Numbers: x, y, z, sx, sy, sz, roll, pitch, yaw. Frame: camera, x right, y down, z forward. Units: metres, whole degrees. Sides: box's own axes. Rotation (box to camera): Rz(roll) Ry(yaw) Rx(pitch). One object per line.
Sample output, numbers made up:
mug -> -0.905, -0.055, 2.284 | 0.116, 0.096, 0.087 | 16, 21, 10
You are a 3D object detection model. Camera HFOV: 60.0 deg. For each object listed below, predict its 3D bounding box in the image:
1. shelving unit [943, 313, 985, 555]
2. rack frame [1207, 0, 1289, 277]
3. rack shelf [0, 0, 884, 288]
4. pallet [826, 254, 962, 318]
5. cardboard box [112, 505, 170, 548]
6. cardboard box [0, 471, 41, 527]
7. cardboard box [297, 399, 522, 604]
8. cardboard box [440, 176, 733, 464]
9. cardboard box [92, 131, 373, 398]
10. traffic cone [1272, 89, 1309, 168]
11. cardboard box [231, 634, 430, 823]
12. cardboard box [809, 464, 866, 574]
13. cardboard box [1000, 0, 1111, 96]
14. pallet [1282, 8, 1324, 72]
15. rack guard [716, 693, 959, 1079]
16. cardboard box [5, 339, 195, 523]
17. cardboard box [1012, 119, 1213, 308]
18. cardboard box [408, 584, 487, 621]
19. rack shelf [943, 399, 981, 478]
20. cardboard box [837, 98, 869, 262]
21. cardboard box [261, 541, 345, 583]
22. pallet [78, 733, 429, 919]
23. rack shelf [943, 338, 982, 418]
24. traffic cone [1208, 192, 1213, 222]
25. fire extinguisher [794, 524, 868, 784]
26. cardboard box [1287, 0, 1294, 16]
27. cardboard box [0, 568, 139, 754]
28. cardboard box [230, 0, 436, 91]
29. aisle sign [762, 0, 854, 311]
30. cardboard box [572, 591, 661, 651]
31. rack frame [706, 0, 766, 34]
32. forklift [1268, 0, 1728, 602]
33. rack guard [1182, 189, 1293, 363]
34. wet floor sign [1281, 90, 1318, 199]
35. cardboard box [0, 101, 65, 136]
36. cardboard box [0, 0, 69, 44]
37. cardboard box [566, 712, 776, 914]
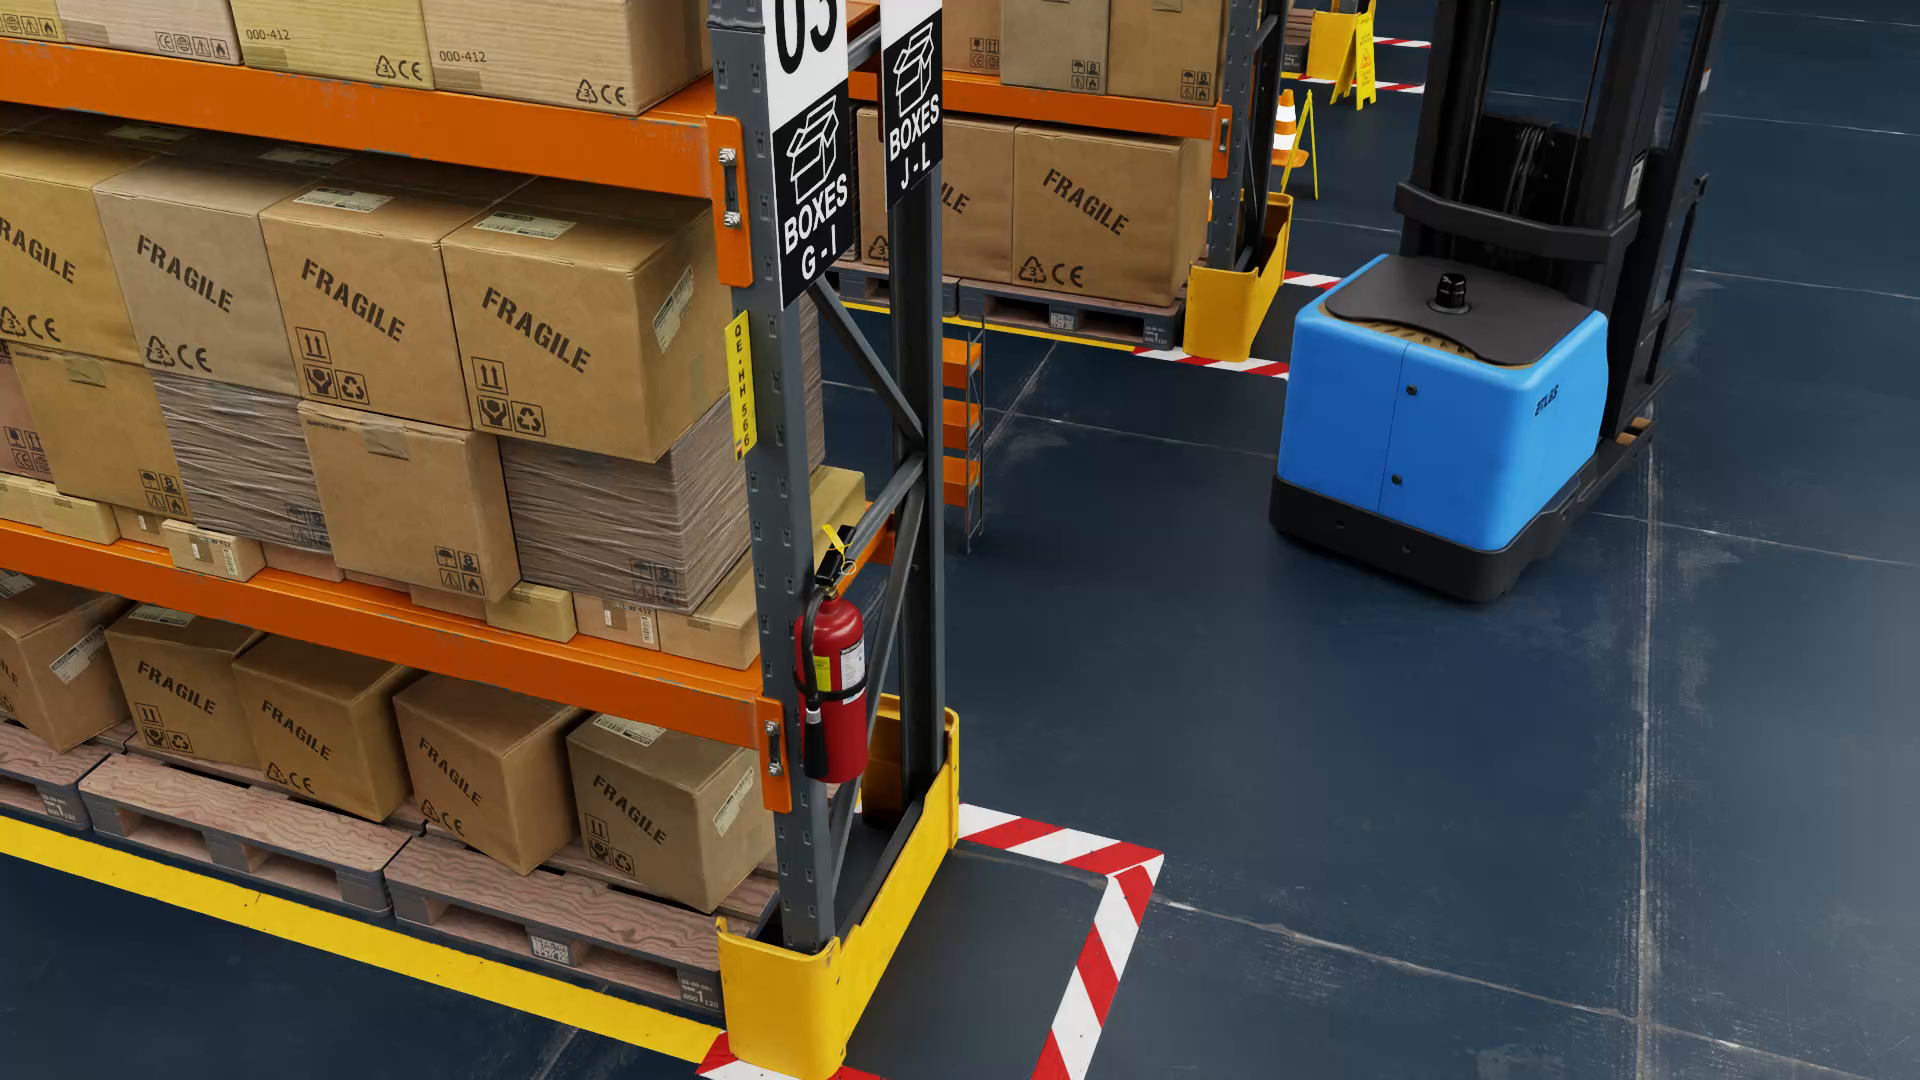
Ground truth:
shelving unit -> -0.050, -0.451, 6.980 | 0.252, 1.050, 0.215 | 11, 34, 16
rack frame -> 1.496, -2.510, 8.372 | 0.127, 3.000, 1.000 | 11, 34, 16
rack shelf -> -2.155, -1.320, 4.427 | 4.000, 0.370, 1.077 | 11, 34, 16
pallet -> -0.428, -1.669, 9.641 | 1.213, 0.211, 1.003 | 11, 34, 16
cardboard box -> -2.270, -0.139, 4.932 | 0.250, 0.149, 0.380 | 11, 34, 16
cardboard box -> -2.752, -0.213, 5.047 | 0.250, 0.149, 0.380 | 11, 34, 16
cardboard box -> -1.292, -0.308, 4.595 | 0.500, 0.500, 0.875 | 11, 34, 16
cardboard box -> -0.874, -0.558, 4.060 | 0.500, 0.500, 0.500 | 11, 34, 16
cardboard box -> -1.816, -0.739, 4.341 | 0.500, 0.500, 0.500 | 11, 34, 16
traffic cone -> 2.176, -2.781, 11.131 | 0.334, 0.463, 0.336 | 11, 34, 16
cardboard box -> -2.012, 0.539, 5.568 | 0.500, 0.500, 0.500 | 14, 35, 21
cardboard box -> -0.461, -0.064, 4.816 | 0.250, 0.149, 0.380 | 11, 34, 16
cardboard box -> 0.606, -2.707, 8.540 | 0.550, 0.550, 0.875 | 11, 34, 16
pallet -> 2.246, -4.065, 13.352 | 1.213, 0.211, 1.003 | 11, 34, 16
rack guard -> -0.344, 1.040, 5.178 | 0.348, 0.500, 1.175 | 11, 34, 16
cardboard box -> -2.215, -0.519, 4.922 | 0.500, 0.500, 0.875 | 11, 34, 16
cardboard box -> 0.835, -1.884, 8.975 | 0.875, 0.875, 0.875 | 11, 35, 17
cardboard box -> -1.329, 0.044, 4.649 | 0.250, 0.149, 0.380 | 11, 34, 16
rack shelf -> -0.050, -0.442, 6.986 | 0.240, 0.259, 0.215 | 11, 34, 16
cardboard box -> -0.851, -2.212, 9.482 | 0.875, 0.875, 0.875 | 11, 35, 17
cardboard box -> -1.793, -0.058, 4.805 | 0.250, 0.149, 0.380 | 11, 34, 16
pallet -> -2.242, 0.771, 5.862 | 1.213, 0.211, 1.003 | 11, 34, 16
rack shelf -> -0.050, -0.680, 6.832 | 0.240, 0.259, 0.215 | 11, 34, 16
traffic cone -> 1.475, -2.267, 10.334 | 0.334, 0.463, 0.336 | 11, 34, 16
fire extinguisher -> -0.320, 0.293, 4.103 | 0.183, 0.674, 0.296 | 11, 34, 16
cardboard box -> 2.405, -4.366, 13.395 | 0.500, 0.250, 0.500 | 11, 34, 16
cardboard box -> -3.133, 0.340, 5.875 | 0.500, 0.500, 0.500 | 23, 39, 31
cardboard box -> -1.283, -1.242, 3.780 | 0.500, 0.250, 0.500 | 11, 35, 17
aisle sign -> -0.316, -0.924, 3.519 | 0.004, 0.787, 0.394 | 11, 34, 16
cardboard box -> -0.846, 0.117, 4.535 | 0.250, 0.149, 0.380 | 11, 34, 16
rack frame -> -0.273, -2.516, 2.851 | 0.127, 3.000, 1.000 | 11, 34, 16
forklift -> 2.653, -1.716, 7.205 | 1.130, 2.935, 3.031 | 23, 39, 31
rack guard -> 1.518, -1.456, 9.044 | 0.348, 0.500, 1.175 | 11, 34, 16
wet floor sign -> 2.191, -2.527, 10.569 | 0.232, 0.644, 0.267 | 5, 33, 8
cardboard box -> -2.759, -0.920, 4.622 | 0.500, 0.500, 0.500 | 11, 34, 16
cardboard box -> -2.238, -1.429, 4.071 | 0.500, 0.250, 0.500 | 10, 34, 16
cardboard box -> -0.855, 0.755, 5.233 | 0.500, 0.500, 0.500 | 18, 37, 25
